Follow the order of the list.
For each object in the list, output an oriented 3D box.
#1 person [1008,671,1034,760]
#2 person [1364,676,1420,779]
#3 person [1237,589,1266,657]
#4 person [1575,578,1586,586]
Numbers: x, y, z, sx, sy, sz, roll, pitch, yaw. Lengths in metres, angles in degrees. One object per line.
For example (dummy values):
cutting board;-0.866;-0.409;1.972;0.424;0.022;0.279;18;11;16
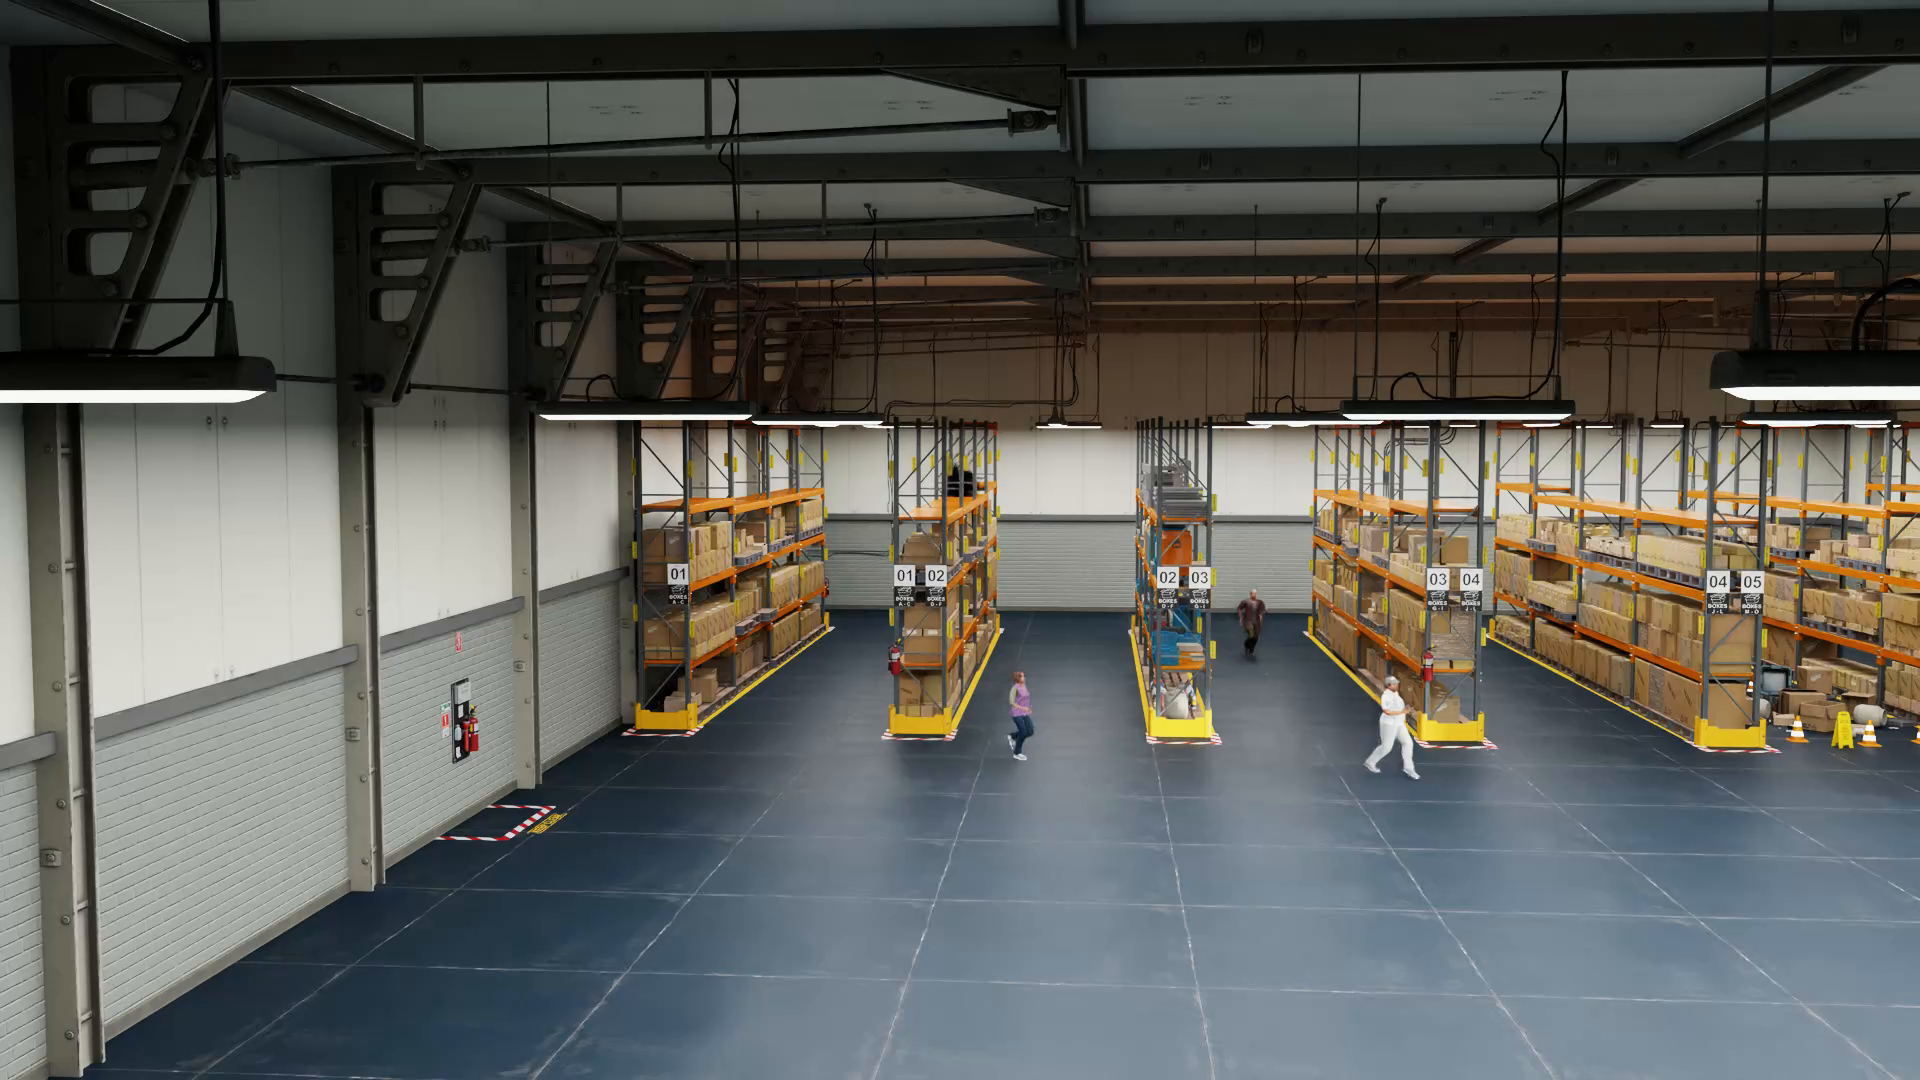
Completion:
person;1.037;3.058;29.042;0.546;1.559;0.524;2;4;32
person;7.192;3.101;27.611;0.894;1.689;0.608;3;5;39
person;7.392;2.114;41.989;0.687;1.723;0.745;-1;4;-9
person;17.650;1.747;47.346;0.830;1.841;0.651;1;4;10
